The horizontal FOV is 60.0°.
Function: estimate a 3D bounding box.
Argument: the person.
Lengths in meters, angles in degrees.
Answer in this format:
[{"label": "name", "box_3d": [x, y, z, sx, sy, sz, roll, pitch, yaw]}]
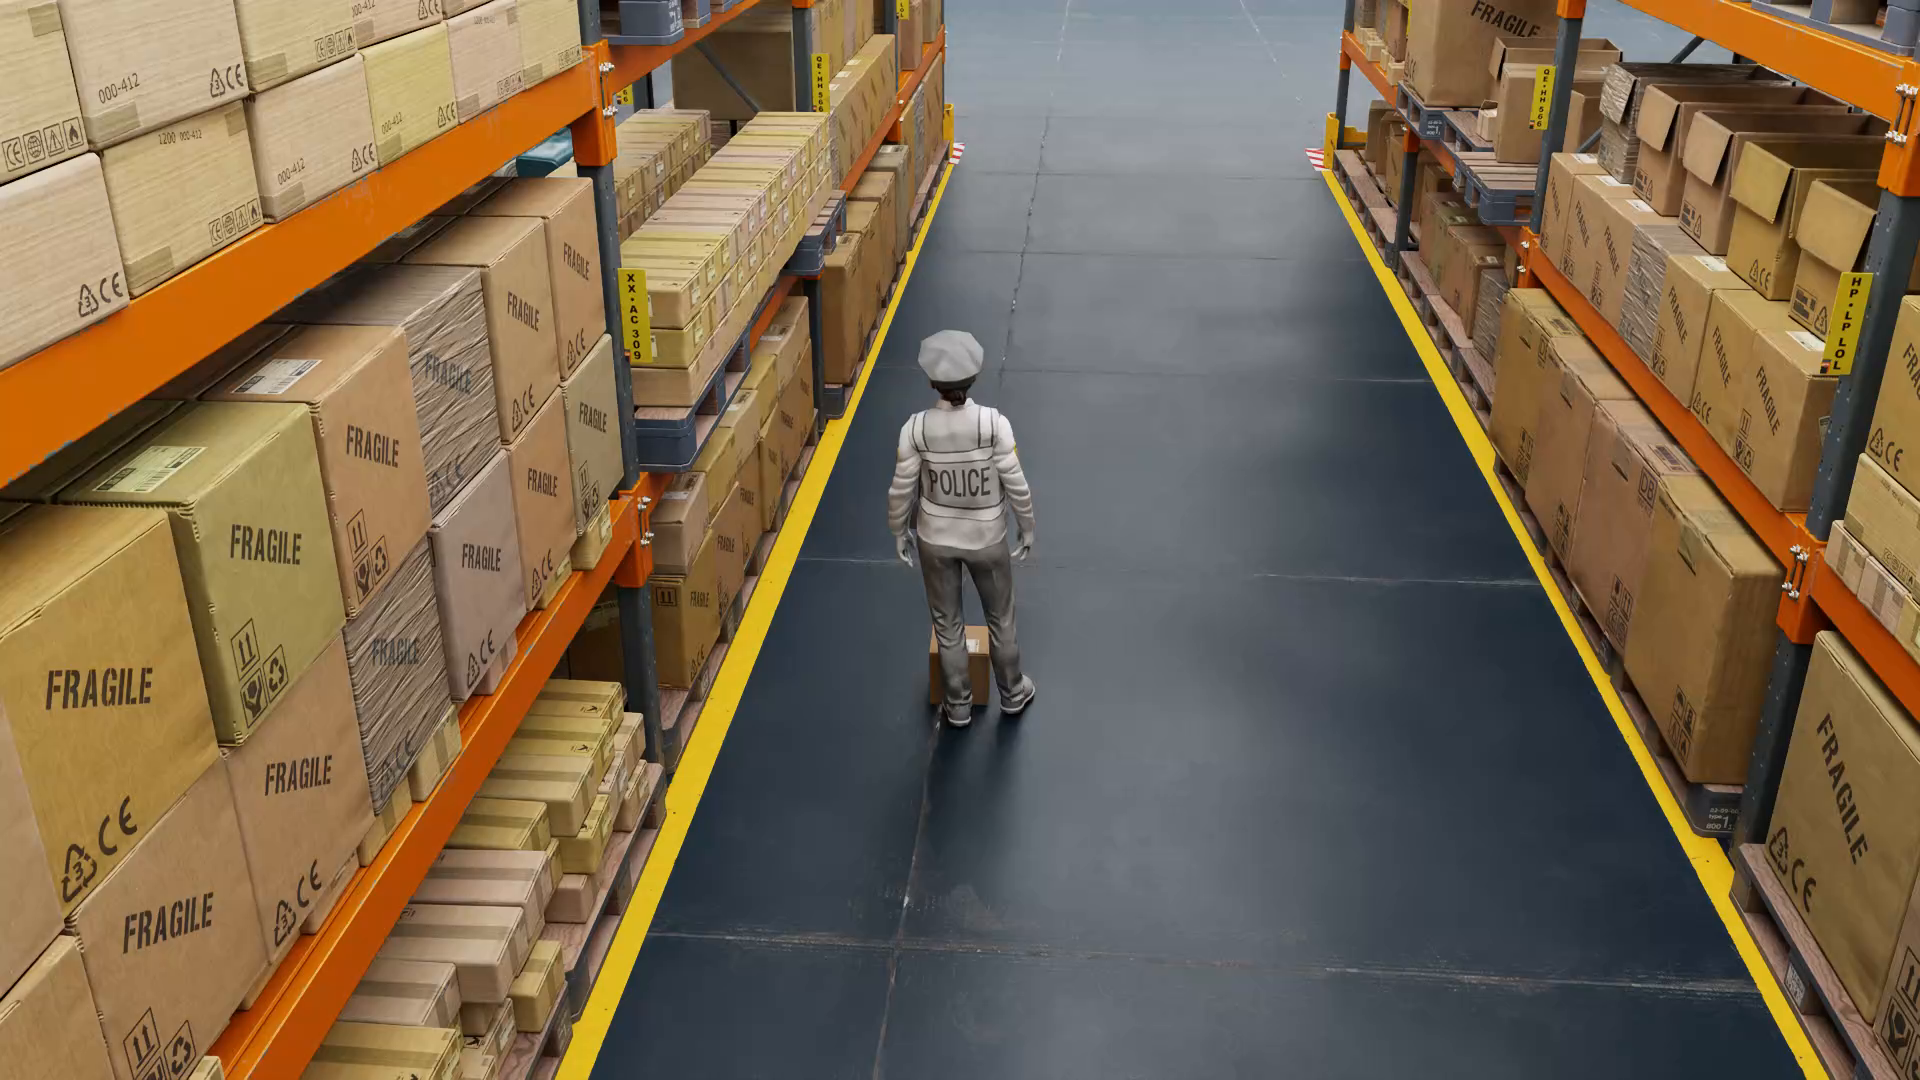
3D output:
[{"label": "person", "box_3d": [0.015, -0.041, 6.634, 0.586, 1.694, 0.532, 2, 25, 4]}]
